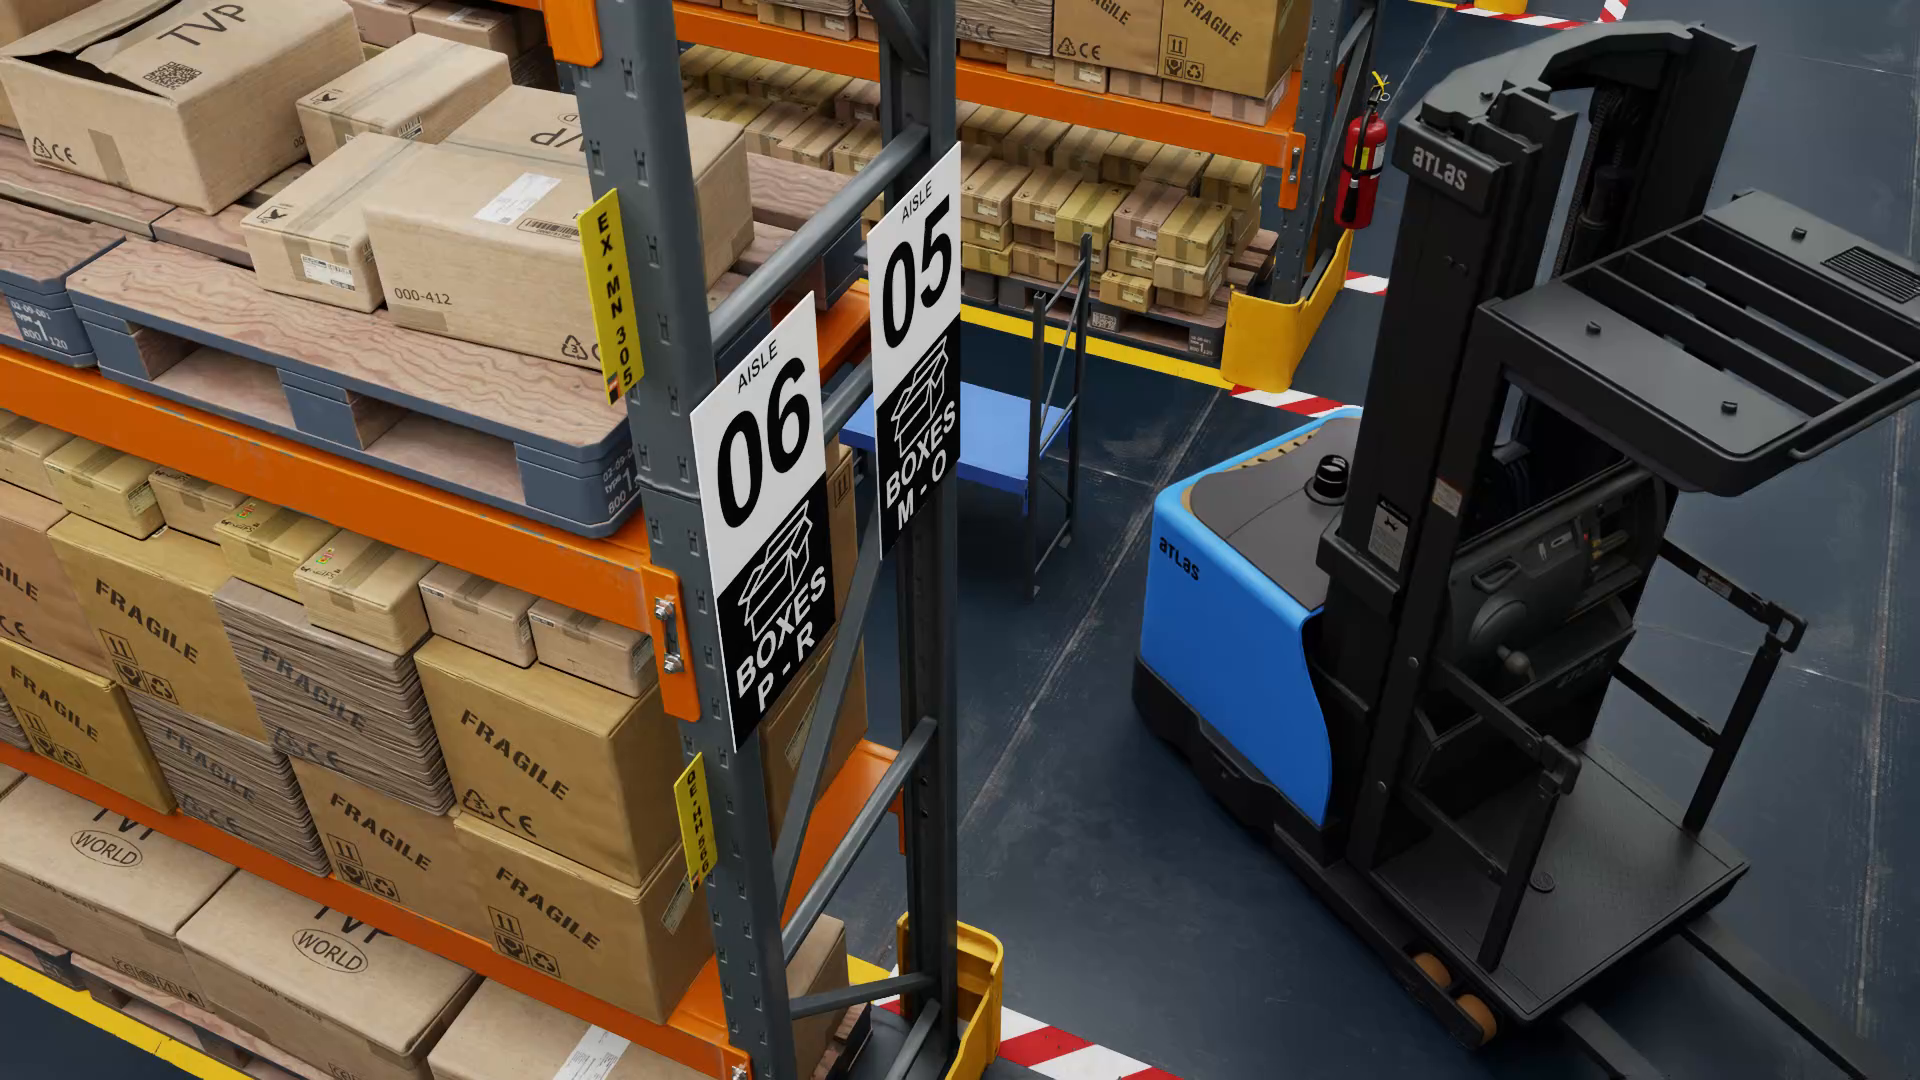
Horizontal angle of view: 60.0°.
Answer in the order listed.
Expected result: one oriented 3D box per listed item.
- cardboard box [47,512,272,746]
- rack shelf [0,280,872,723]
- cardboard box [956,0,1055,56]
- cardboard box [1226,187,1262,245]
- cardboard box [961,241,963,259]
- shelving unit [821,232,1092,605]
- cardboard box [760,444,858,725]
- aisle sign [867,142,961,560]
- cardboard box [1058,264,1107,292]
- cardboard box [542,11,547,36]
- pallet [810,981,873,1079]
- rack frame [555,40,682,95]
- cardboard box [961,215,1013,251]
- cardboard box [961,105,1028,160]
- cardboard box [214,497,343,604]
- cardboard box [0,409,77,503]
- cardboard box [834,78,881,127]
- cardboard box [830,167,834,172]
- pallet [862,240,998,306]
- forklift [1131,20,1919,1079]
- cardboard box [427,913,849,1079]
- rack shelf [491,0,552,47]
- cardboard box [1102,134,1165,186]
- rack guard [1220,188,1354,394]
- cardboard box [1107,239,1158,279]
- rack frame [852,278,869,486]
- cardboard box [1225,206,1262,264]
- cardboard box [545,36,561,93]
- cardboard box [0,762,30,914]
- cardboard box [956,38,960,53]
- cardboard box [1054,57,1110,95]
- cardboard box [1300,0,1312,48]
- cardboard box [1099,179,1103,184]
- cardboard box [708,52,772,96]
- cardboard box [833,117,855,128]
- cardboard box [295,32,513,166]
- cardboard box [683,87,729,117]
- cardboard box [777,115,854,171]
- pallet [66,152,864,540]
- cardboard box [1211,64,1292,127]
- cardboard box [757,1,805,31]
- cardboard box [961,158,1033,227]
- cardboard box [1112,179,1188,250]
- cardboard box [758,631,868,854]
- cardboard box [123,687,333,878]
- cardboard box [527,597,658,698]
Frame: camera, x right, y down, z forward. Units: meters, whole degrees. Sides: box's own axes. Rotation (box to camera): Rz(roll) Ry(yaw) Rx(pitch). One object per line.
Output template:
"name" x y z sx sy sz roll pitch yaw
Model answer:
"cardboard box" -1.742 0.089 4.017 0.500 0.500 0.500 17 44 18
"rack shelf" -2.084 -0.653 3.972 4.000 0.370 1.077 17 44 19
"cardboard box" 0.286 -2.605 7.662 0.500 0.500 0.500 17 44 19
"cardboard box" 1.363 -1.694 8.544 0.250 0.149 0.380 19 44 20
"cardboard box" -0.040 -1.624 8.689 0.250 0.149 0.380 18 44 19
"shelving unit" -0.077 -0.590 6.786 1.048 1.500 0.538 17 44 19
"cardboard box" -0.586 0.045 4.068 0.500 0.500 0.500 16 43 18
"aisle sign" -0.084 -0.372 3.404 0.004 0.787 0.394 17 44 19
"cardboard box" 0.686 -1.442 8.479 0.250 0.149 0.380 17 44 18
"cardboard box" -2.453 -3.170 9.632 0.500 0.250 0.500 15 43 17
"pallet" -1.029 1.642 5.195 1.213 0.211 1.003 17 44 19
"rack frame" -1.895 -3.311 8.780 0.127 3.000 1.000 17 44 19
"cardboard box" 0.184 -1.652 8.495 0.250 0.149 0.380 18 44 19
"cardboard box" 0.198 -2.209 8.910 0.250 0.149 0.380 18 44 19
"cardboard box" -1.402 -0.050 3.683 0.250 0.149 0.380 18 44 20
"cardboard box" -2.091 -0.283 3.951 0.250 0.149 0.380 18 44 20
"cardboard box" -0.499 -2.423 9.157 0.250 0.149 0.380 15 43 17
"cardboard box" -0.716 -1.985 8.879 0.250 0.149 0.380 19 44 21
"pallet" -0.162 -1.755 9.114 1.213 0.211 1.003 17 44 19
"forklift" 1.900 0.164 4.822 1.130 2.935 3.031 -24 46 -25
"cardboard box" -0.912 1.449 4.924 0.875 0.438 0.875 16 43 17
"rack shelf" -3.708 -3.593 9.654 4.000 0.370 1.077 17 44 19
"cardboard box" 0.924 -2.007 8.677 0.250 0.149 0.380 17 44 19
"rack guard" 1.661 -1.280 8.345 0.348 0.500 1.175 17 44 19
"cardboard box" 0.917 -1.478 8.294 0.250 0.149 0.380 16 43 18
"rack frame" -0.538 -0.731 6.948 0.032 1.500 0.500 17 44 19
"cardboard box" 1.390 -1.620 8.684 0.250 0.149 0.380 18 44 19
"cardboard box" -2.453 -2.887 9.878 0.500 0.500 0.500 19 44 20
"cardboard box" -3.373 0.702 5.785 0.875 0.438 0.875 16 44 18
"cardboard box" -0.063 -2.504 8.040 0.250 0.149 0.380 18 44 19
"cardboard box" 0.631 -2.239 7.735 0.250 0.149 0.380 18 44 20
"cardboard box" 1.440 -2.642 7.704 0.500 0.500 0.500 19 44 21
"cardboard box" 0.693 -1.954 8.844 0.250 0.149 0.380 18 44 20
"cardboard box" -1.214 -2.626 9.391 0.250 0.149 0.380 18 44 19
"cardboard box" -0.550 -2.288 9.229 0.250 0.149 0.380 18 44 20
"cardboard box" -1.160 -0.910 3.514 0.250 0.149 0.380 19 44 20
"cardboard box" -1.446 -2.287 9.000 0.250 0.149 0.380 19 44 21
"cardboard box" -0.754 -2.069 8.748 0.250 0.149 0.380 18 44 20
"pallet" -0.948 -0.536 3.356 1.213 0.211 1.003 17 44 19
"cardboard box" 1.315 -2.031 7.495 0.250 0.149 0.380 17 44 19
"cardboard box" -0.803 -2.686 8.250 0.250 0.149 0.380 18 44 19
"cardboard box" 0.176 -1.756 8.388 0.250 0.149 0.380 19 44 20
"cardboard box" 0.939 -1.609 8.218 0.250 0.149 0.380 18 44 19
"cardboard box" -0.585 0.422 4.397 0.500 0.500 0.500 17 44 18
"cardboard box" -1.739 0.464 4.348 0.500 0.500 0.500 18 44 20
"cardboard box" -0.682 0.122 3.484 0.250 0.149 0.380 18 44 19
